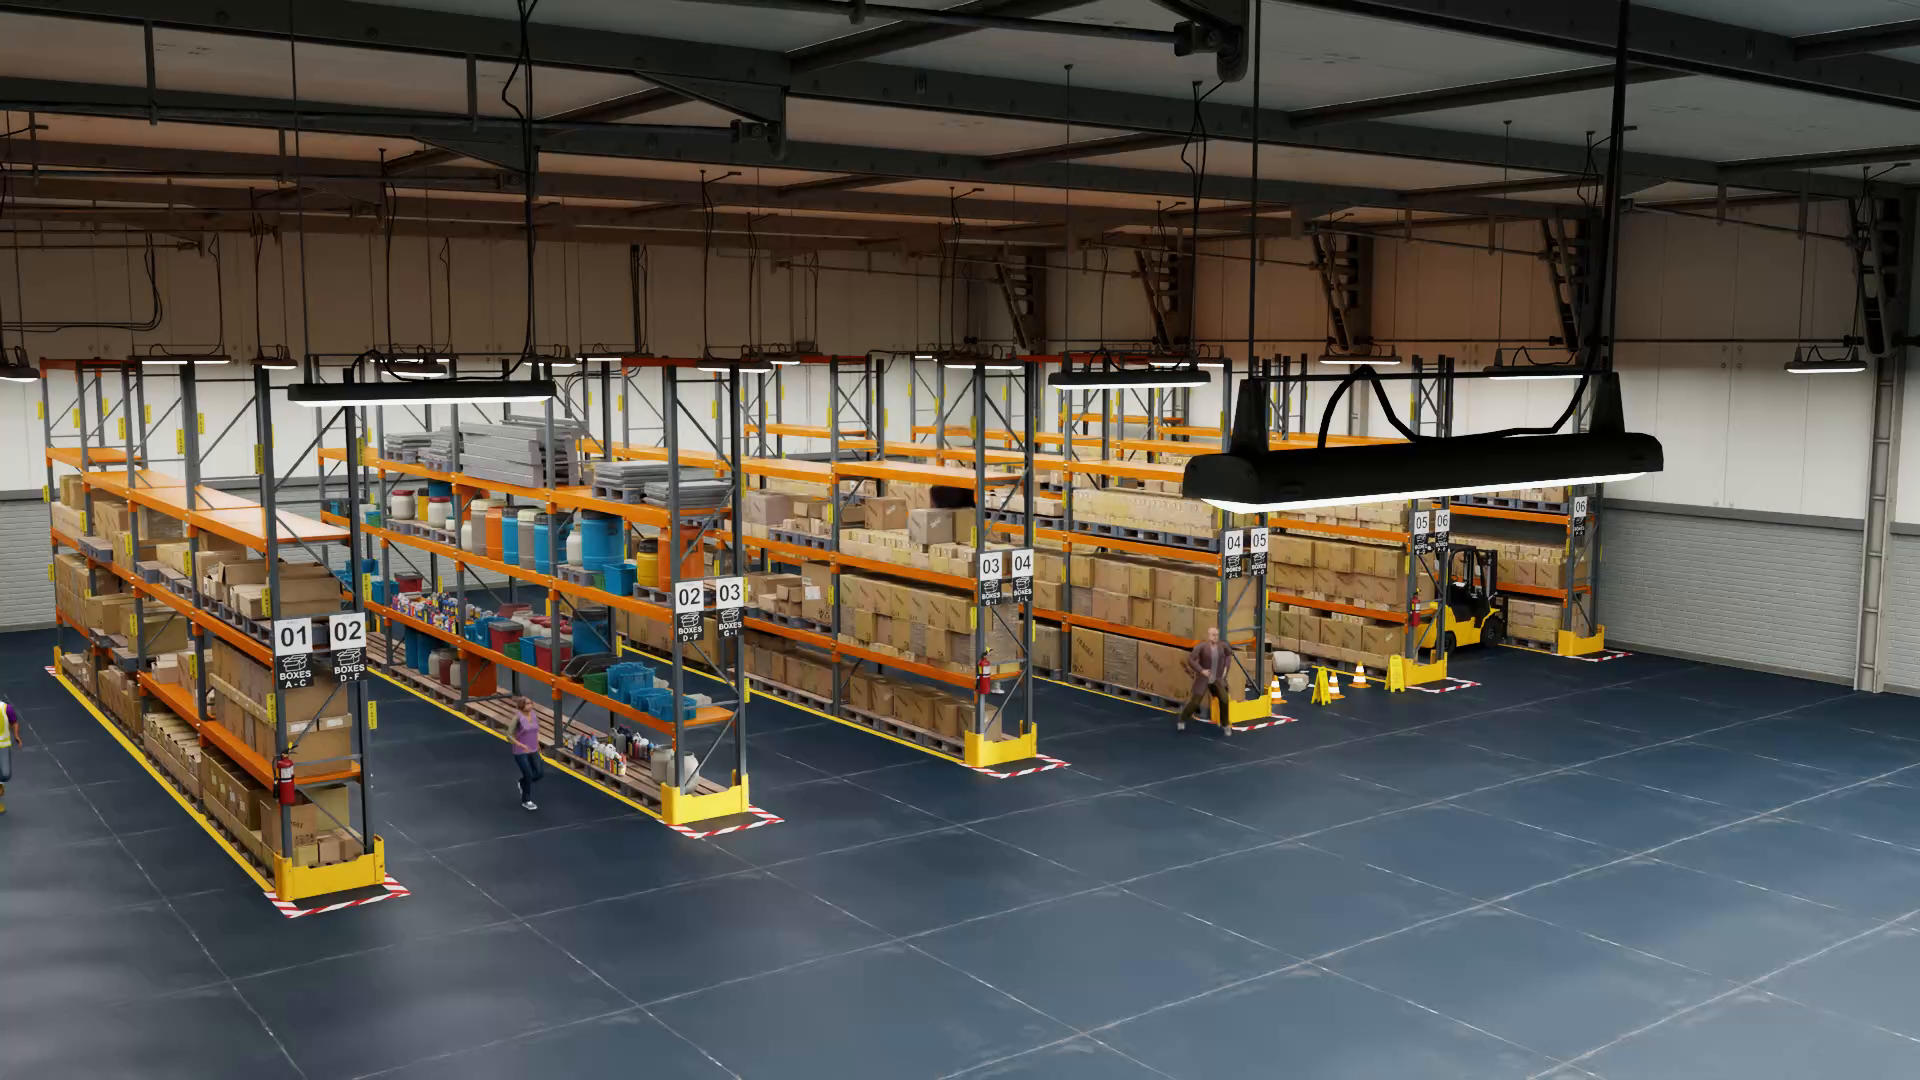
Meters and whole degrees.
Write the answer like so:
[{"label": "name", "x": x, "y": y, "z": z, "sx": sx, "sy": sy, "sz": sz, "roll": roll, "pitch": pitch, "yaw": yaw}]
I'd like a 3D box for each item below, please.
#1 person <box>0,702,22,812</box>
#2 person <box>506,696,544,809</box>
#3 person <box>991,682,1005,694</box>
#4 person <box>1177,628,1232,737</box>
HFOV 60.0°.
[{"label": "person", "x": -13.082, "y": 2.793, "z": 22.470, "sx": 0.702, "sy": 1.726, "sz": 0.598, "roll": -6, "pitch": 9, "yaw": -42}, {"label": "person", "x": -5.887, "y": 2.869, "z": 22.479, "sx": 0.541, "sy": 1.564, "sz": 0.546, "roll": 5, "pitch": 9, "yaw": 38}, {"label": "person", "x": 0.518, "y": 1.935, "z": 29.913, "sx": 0.758, "sy": 1.628, "sz": 0.574, "roll": 6, "pitch": 9, "yaw": 41}, {"label": "person", "x": 3.994, "y": 2.272, "z": 26.825, "sx": 0.902, "sy": 1.762, "sz": 0.762, "roll": -2, "pitch": 7, "yaw": -16}]
